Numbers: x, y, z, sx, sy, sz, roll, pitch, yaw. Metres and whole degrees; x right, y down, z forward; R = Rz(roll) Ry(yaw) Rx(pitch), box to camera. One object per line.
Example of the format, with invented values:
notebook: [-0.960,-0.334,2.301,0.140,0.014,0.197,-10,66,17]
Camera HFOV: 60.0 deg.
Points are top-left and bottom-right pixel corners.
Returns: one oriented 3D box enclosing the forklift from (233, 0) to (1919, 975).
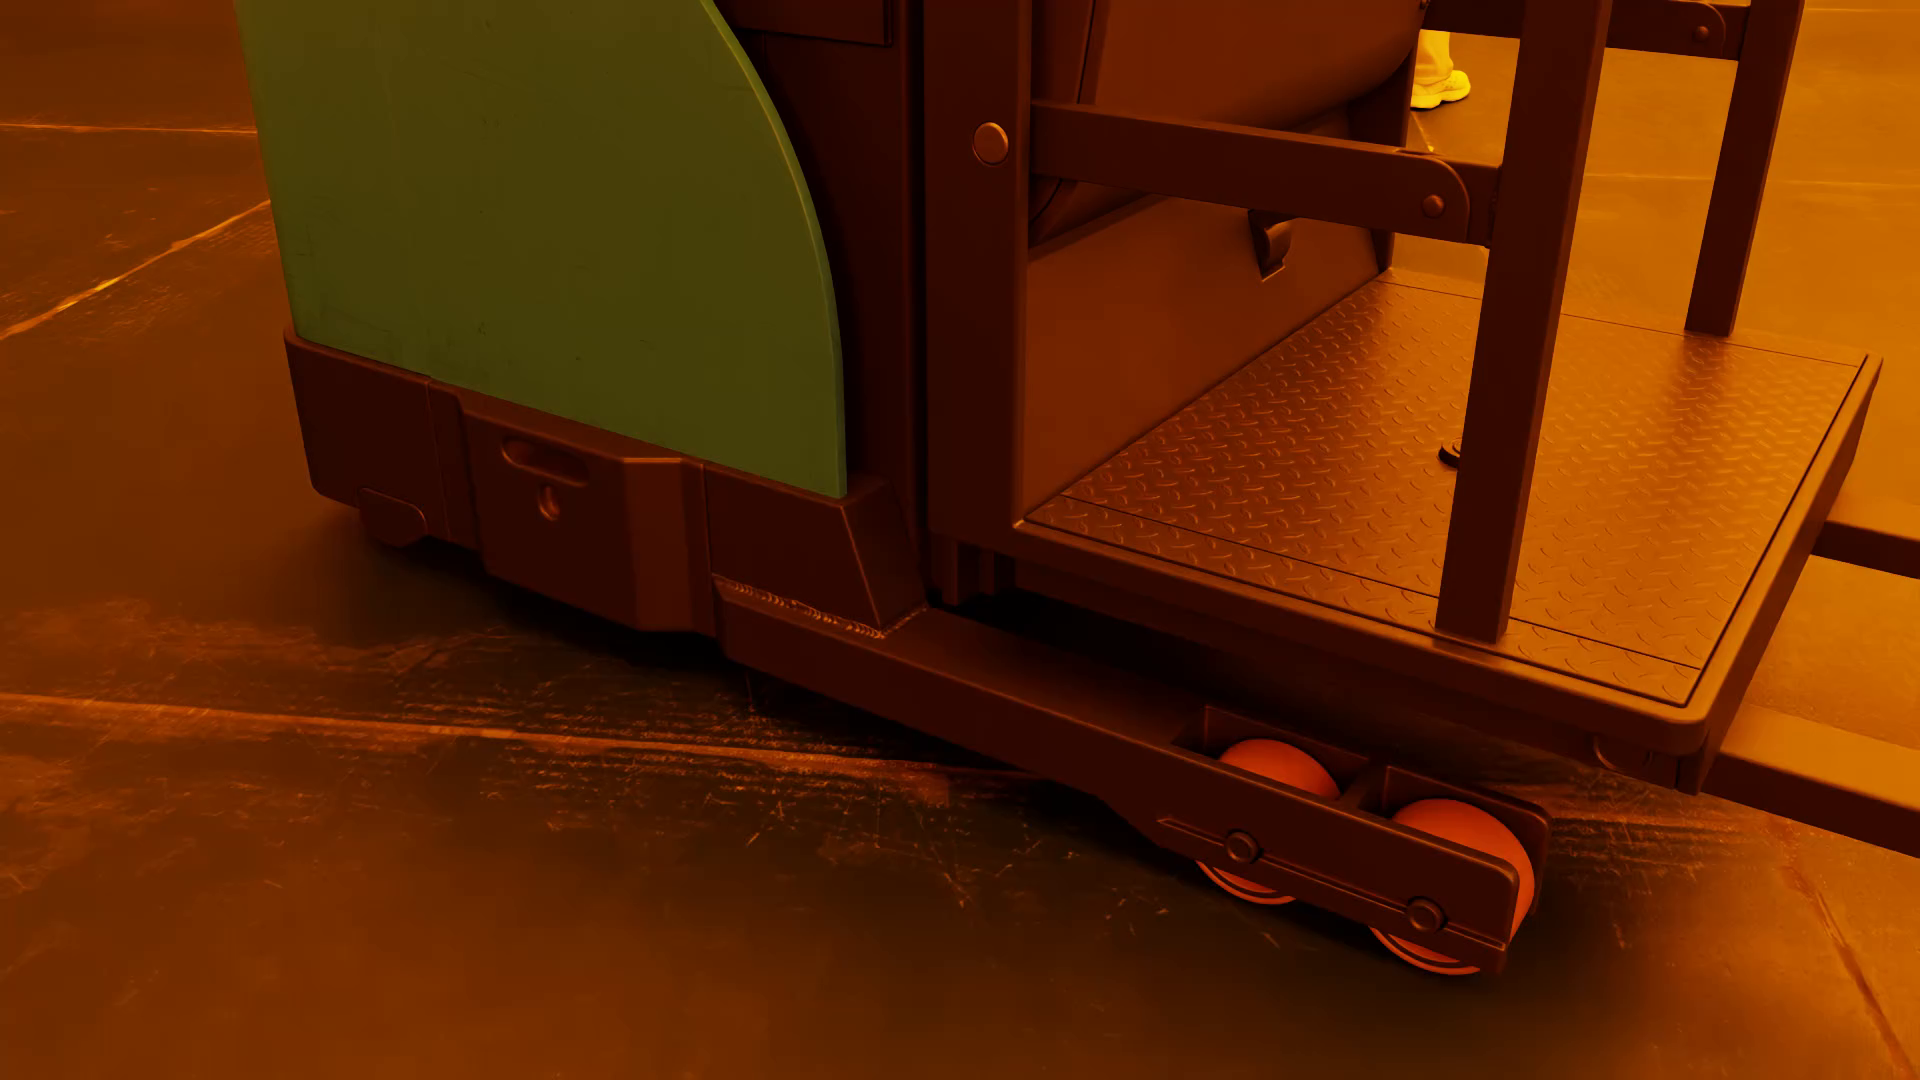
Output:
forklift: [0.523,-1.155,1.532,3.031,2.935,1.130,17,31,30]

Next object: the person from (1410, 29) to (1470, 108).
person: [1.320,-2.217,4.960,0.643,1.772,0.435,10,28,19]
